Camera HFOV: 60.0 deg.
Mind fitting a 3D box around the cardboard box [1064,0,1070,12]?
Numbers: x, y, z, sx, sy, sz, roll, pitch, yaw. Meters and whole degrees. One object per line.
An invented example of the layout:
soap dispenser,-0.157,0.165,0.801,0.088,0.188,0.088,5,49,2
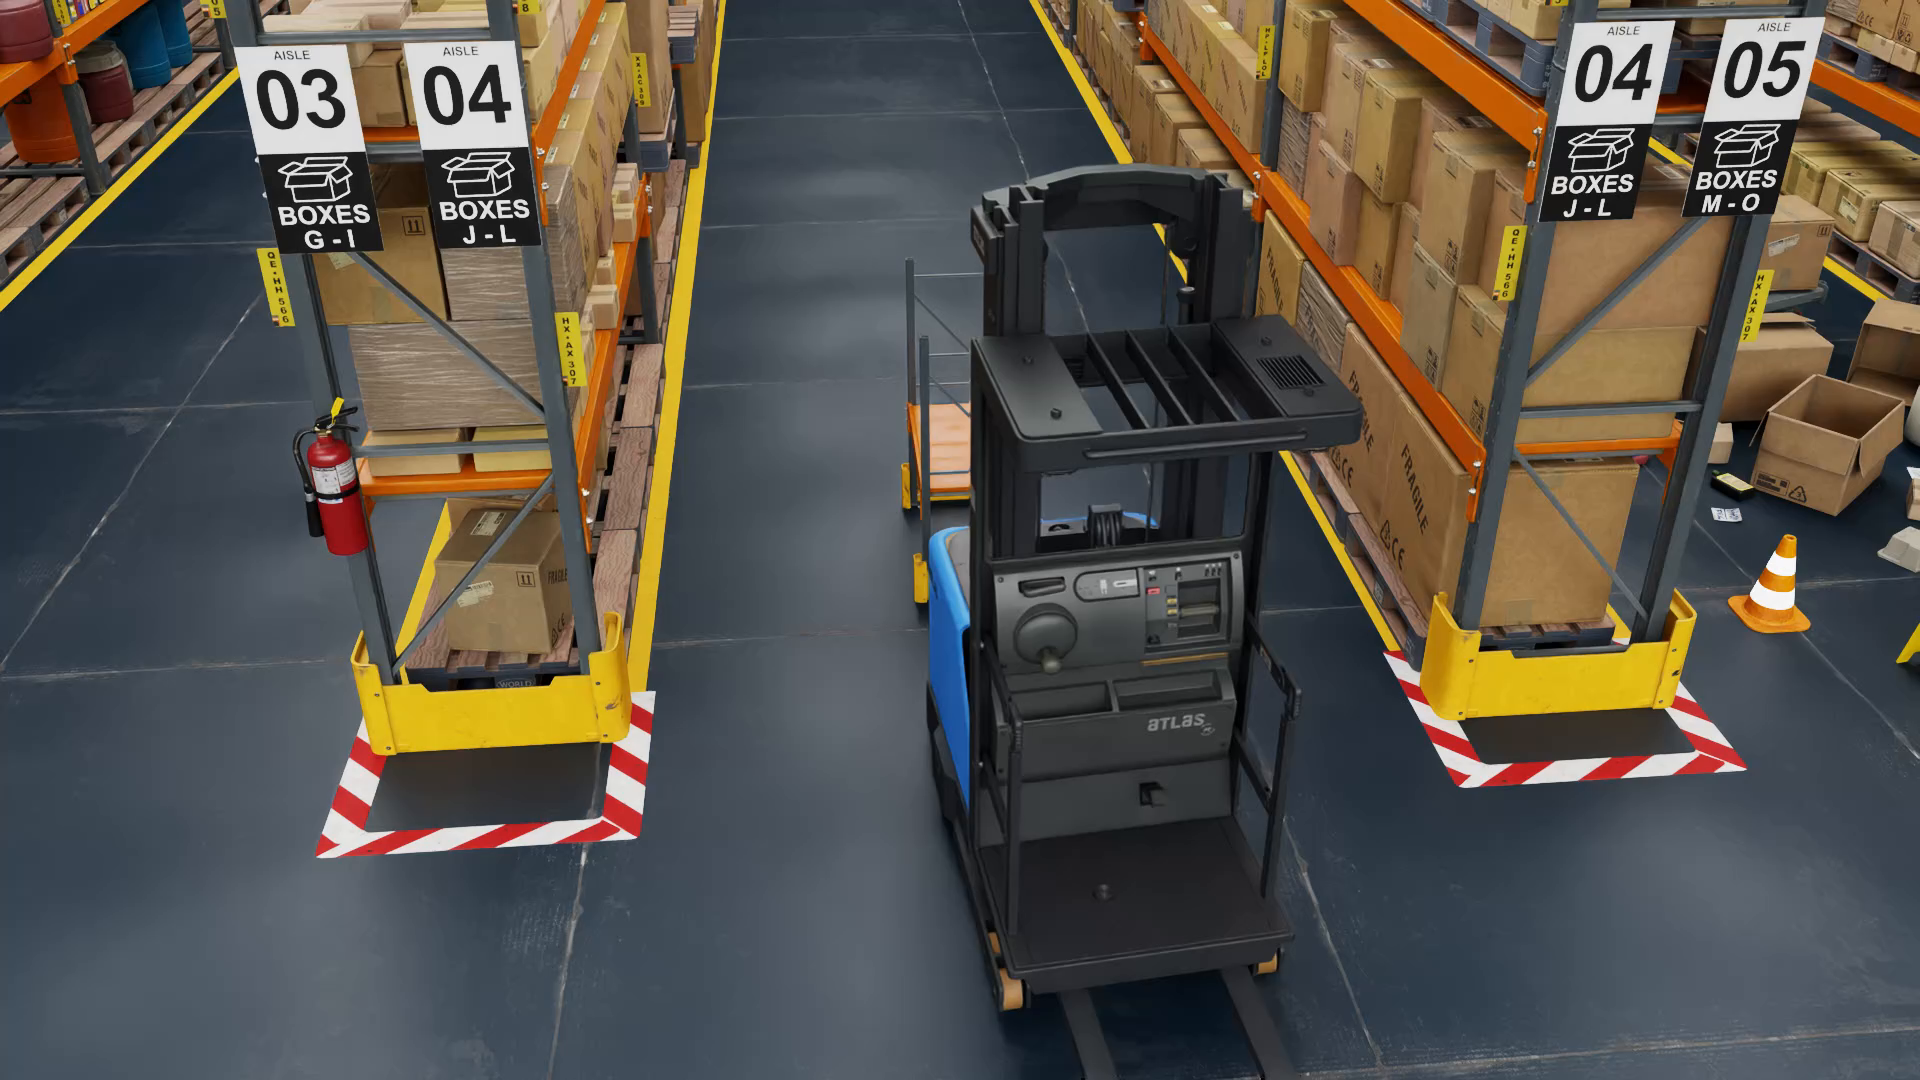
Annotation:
cardboard box,1.351,-5.920,18.316,0.380,0.149,0.250,-2,31,-4

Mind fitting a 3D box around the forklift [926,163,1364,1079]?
forklift,0.624,0.310,5.872,1.130,2.935,3.031,-5,31,-9

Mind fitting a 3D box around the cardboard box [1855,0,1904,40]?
cardboard box,7.002,-3.987,12.203,0.500,0.500,0.500,-2,31,-3

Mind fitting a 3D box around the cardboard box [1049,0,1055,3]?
cardboard box,1.224,-6.359,19.341,0.380,0.149,0.250,-3,31,-5

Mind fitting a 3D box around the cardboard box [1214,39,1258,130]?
cardboard box,2.083,-3.160,11.518,0.500,0.500,0.500,-3,31,-5

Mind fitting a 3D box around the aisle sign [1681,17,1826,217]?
aisle sign,3.124,-1.658,6.565,0.394,0.787,0.004,-3,31,-5

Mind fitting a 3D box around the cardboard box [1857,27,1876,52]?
cardboard box,6.960,-3.738,12.418,0.380,0.149,0.250,-3,31,-5

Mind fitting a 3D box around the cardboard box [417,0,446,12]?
cardboard box,-1.999,-2.184,6.813,0.380,0.149,0.250,-3,31,-5

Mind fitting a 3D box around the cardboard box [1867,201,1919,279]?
cardboard box,7.312,-2.214,12.185,0.950,0.372,0.625,-2,31,-4

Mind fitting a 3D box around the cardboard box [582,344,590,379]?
cardboard box,-1.975,-0.810,7.926,0.380,0.149,0.250,-3,31,-5

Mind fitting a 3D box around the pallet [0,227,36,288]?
pallet,-7.664,-2.008,12.407,1.003,0.211,1.213,-3,31,-5

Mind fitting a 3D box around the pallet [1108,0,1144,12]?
pallet,1.898,-4.924,14.756,1.213,0.211,1.003,-3,31,-5

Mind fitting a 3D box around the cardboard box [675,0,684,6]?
cardboard box,-2.651,-4.766,14.206,0.500,0.500,0.500,-2,31,-3

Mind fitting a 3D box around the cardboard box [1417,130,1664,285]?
cardboard box,2.679,-1.559,7.736,0.875,0.550,0.550,-3,31,-5

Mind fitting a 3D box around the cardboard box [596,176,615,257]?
cardboard box,-2.364,-1.850,9.035,0.875,0.500,0.500,-3,31,-5

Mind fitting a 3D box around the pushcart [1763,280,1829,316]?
pushcart,5.098,-1.634,11.617,1.648,0.377,0.936,-14,33,-22

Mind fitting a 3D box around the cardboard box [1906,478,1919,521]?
cardboard box,5.604,-0.200,9.440,0.380,0.149,0.250,13,33,21

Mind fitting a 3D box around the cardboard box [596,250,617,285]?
cardboard box,-2.065,-1.449,8.997,0.380,0.149,0.250,-3,31,-5

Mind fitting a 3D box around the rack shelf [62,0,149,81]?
rack shelf,-7.995,-4.937,15.291,1.077,0.370,4.000,-3,31,-5

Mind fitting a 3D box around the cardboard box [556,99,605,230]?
cardboard box,-1.997,-1.782,7.945,0.500,0.500,0.500,-3,31,-5

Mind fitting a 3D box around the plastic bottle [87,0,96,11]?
plastic bottle,-7.537,-4.718,14.337,0.061,0.283,0.133,-3,31,-5

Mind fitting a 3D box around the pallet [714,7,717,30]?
pallet,-3.244,-5.699,18.585,1.003,0.211,1.213,-3,31,-5

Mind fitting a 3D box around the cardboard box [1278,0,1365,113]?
cardboard box,2.445,-2.944,10.054,0.875,0.550,0.550,-3,31,-5

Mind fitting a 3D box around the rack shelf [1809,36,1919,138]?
rack shelf,7.177,-3.607,13.064,1.077,0.370,4.000,-3,31,-5

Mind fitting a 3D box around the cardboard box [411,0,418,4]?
cardboard box,-2.454,-2.431,7.227,0.380,0.149,0.250,-2,31,-4

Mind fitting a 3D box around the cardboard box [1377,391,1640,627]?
cardboard box,2.689,-0.175,8.280,0.875,0.875,0.875,-3,31,-4

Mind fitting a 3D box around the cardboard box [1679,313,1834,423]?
cardboard box,4.957,-1.091,10.454,0.797,0.637,0.503,-3,31,-5

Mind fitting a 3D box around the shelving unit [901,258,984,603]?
shelving unit,0.007,-0.605,8.800,0.587,1.500,1.083,-3,31,-5

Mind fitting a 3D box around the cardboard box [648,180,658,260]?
cardboard box,-2.618,-2.380,12.318,0.700,0.500,0.500,-5,31,-9

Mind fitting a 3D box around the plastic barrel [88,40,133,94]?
plastic barrel,-8.118,-4.446,15.785,0.421,0.512,0.421,0,31,0

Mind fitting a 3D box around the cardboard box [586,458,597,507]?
cardboard box,-2.301,-0.428,9.070,0.500,0.500,0.500,0,31,0

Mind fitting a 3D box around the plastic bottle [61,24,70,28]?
plastic bottle,-7.527,-4.408,13.825,0.152,0.276,0.135,-3,31,-5

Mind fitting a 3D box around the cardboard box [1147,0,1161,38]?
cardboard box,1.844,-4.449,13.675,0.500,0.500,0.500,-2,31,-4

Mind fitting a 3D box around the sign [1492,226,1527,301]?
sign,2.277,-1.143,6.879,0.100,0.325,0.005,-3,31,-5

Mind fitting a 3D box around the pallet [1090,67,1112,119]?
pallet,1.888,-4.471,16.530,1.003,0.211,1.213,-3,31,-5

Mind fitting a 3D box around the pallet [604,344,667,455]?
pallet,-2.405,-0.881,10.519,1.003,0.211,1.213,-3,31,-5

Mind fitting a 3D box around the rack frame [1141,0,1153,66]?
rack frame,2.071,-4.648,14.106,1.000,3.000,0.127,-3,31,-5

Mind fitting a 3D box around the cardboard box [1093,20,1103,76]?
cardboard box,1.616,-4.870,16.507,0.500,0.500,0.500,-2,31,-4

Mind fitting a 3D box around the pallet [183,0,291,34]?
pallet,-8.406,-6.067,19.202,1.003,0.211,1.213,-3,31,-5

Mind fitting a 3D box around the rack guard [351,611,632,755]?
rack guard,-2.137,0.657,7.663,1.175,0.500,0.348,-3,31,-5

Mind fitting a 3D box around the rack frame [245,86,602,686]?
rack frame,-2.129,-0.377,6.957,1.000,3.000,0.127,-3,31,-5

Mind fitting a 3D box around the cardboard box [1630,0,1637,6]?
cardboard box,3.058,-2.415,7.181,0.380,0.149,0.250,-3,31,-4

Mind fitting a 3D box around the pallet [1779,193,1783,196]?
pallet,7.172,-2.719,13.596,1.003,0.211,1.213,-3,31,-5

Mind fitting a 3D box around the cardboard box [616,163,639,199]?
cardboard box,-2.190,-2.216,10.280,0.380,0.149,0.250,-3,31,-5

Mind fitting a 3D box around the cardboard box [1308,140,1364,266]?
cardboard box,2.498,-1.921,9.395,0.875,0.550,0.550,-3,31,-5

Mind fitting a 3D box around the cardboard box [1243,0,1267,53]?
cardboard box,2.342,-3.593,11.268,0.700,0.500,0.500,-3,31,-5

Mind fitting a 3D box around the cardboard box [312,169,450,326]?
cardboard box,-2.427,-1.246,7.049,0.500,0.500,0.500,-3,31,-5

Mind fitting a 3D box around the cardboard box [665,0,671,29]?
cardboard box,-2.635,-4.131,12.734,0.700,0.500,0.500,2,31,3

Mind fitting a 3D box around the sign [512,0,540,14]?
sign,-1.589,-2.066,6.007,0.100,0.325,0.005,-3,31,-5

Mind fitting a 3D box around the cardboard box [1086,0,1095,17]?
cardboard box,1.555,-5.457,16.758,0.500,0.250,0.500,-2,31,-3

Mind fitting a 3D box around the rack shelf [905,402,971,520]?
rack shelf,0.008,-0.446,8.885,0.538,0.185,1.000,-3,31,-5
